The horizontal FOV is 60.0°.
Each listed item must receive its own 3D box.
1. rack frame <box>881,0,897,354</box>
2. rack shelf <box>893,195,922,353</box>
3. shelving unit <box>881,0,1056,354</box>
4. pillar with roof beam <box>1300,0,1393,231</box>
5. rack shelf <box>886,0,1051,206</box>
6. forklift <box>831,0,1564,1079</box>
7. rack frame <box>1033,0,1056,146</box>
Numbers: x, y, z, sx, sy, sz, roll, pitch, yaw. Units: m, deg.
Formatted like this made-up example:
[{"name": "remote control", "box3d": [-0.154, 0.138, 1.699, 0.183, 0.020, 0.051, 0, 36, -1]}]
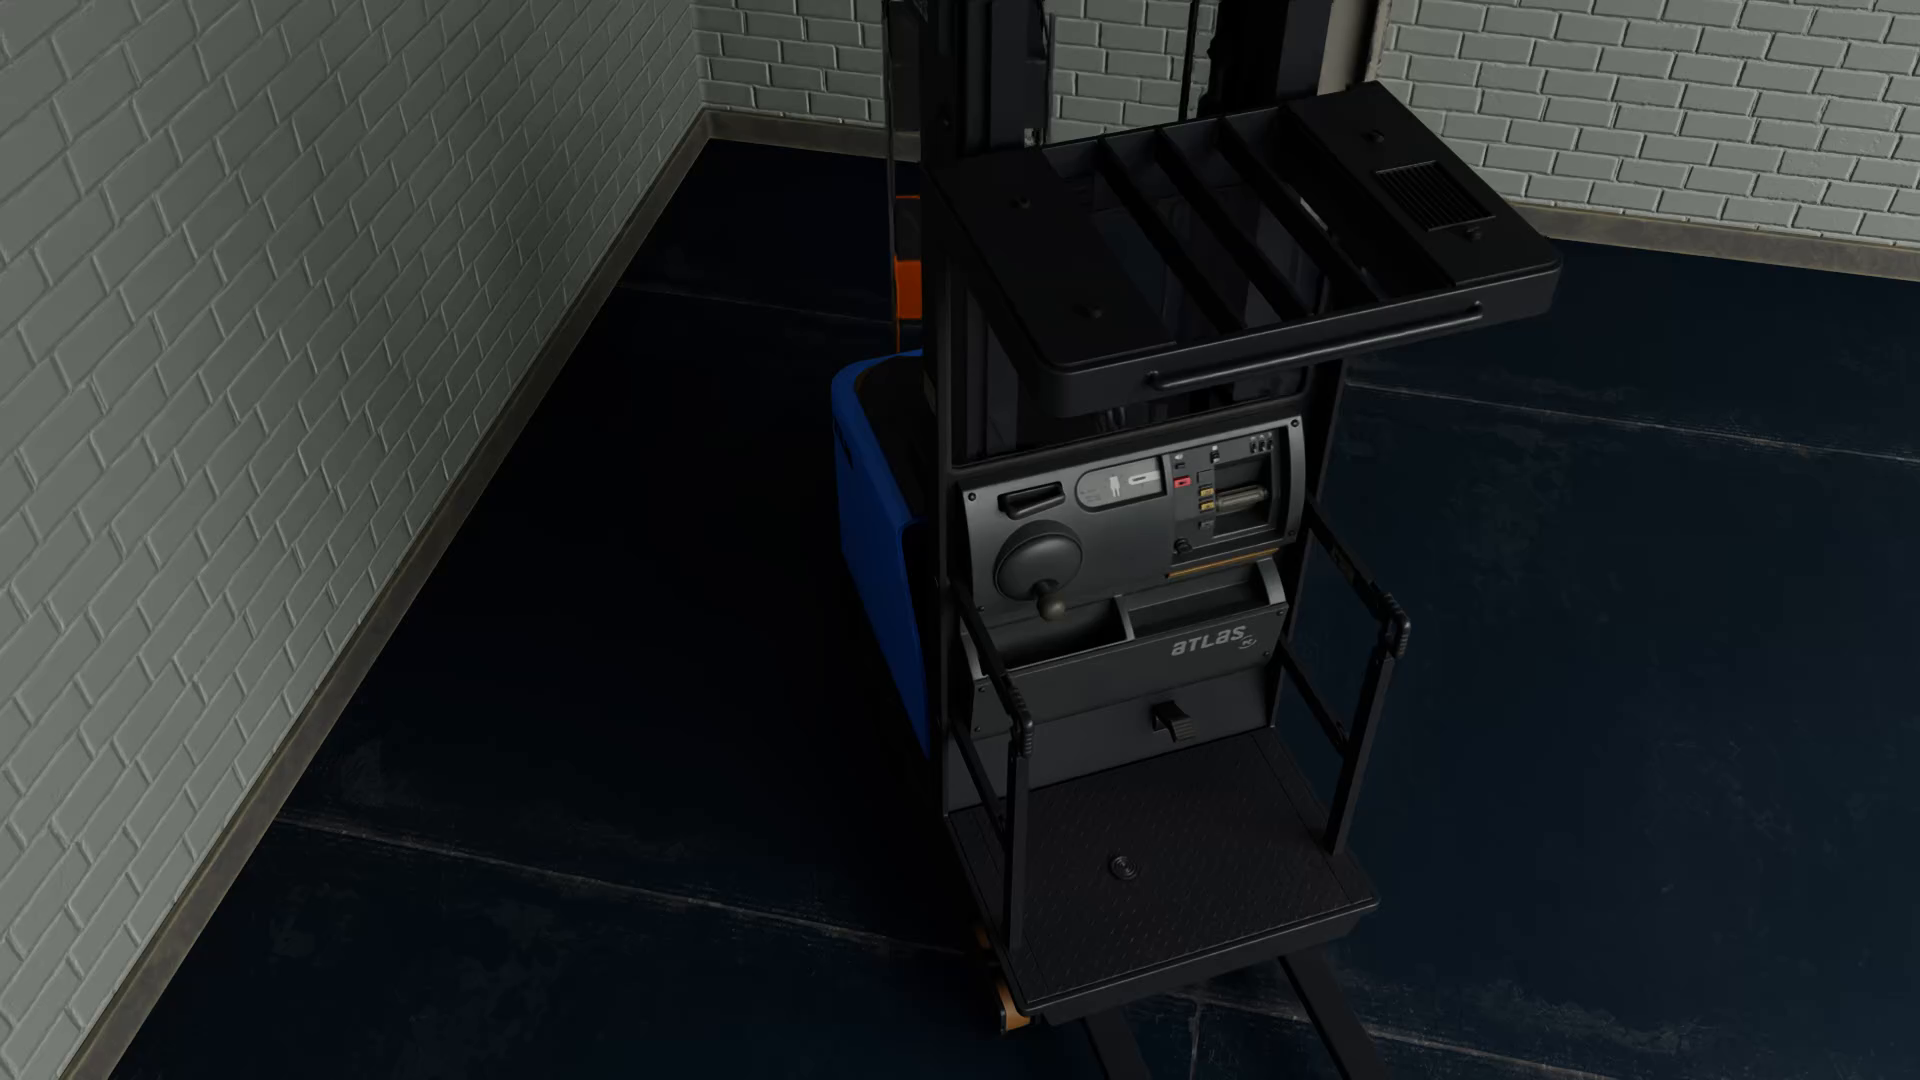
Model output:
[{"name": "rack frame", "box3d": [-0.226, -0.879, 5.649, 0.015, 2.100, 0.400, -2, 44, -2]}, {"name": "rack shelf", "box3d": [0.017, -0.877, 5.667, 0.480, 0.518, 0.431, -2, 44, -2]}, {"name": "shelving unit", "box3d": [0.017, -0.887, 5.657, 0.503, 2.100, 0.431, -2, 44, -2]}, {"name": "pillar with roof beam", "box3d": [0.677, -1.818, 1.650, 0.400, 9.000, 9.100, 9, 45, 9]}, {"name": "rack shelf", "box3d": [0.017, -1.381, 5.181, 0.480, 0.518, 0.431, -2, 44, -2]}, {"name": "forklift", "box3d": [0.525, 0.027, 4.109, 1.130, 2.935, 3.031, -13, 45, -13]}, {"name": "rack frame", "box3d": [0.261, -0.895, 5.665, 0.015, 2.100, 0.400, -2, 44, -2]}]
